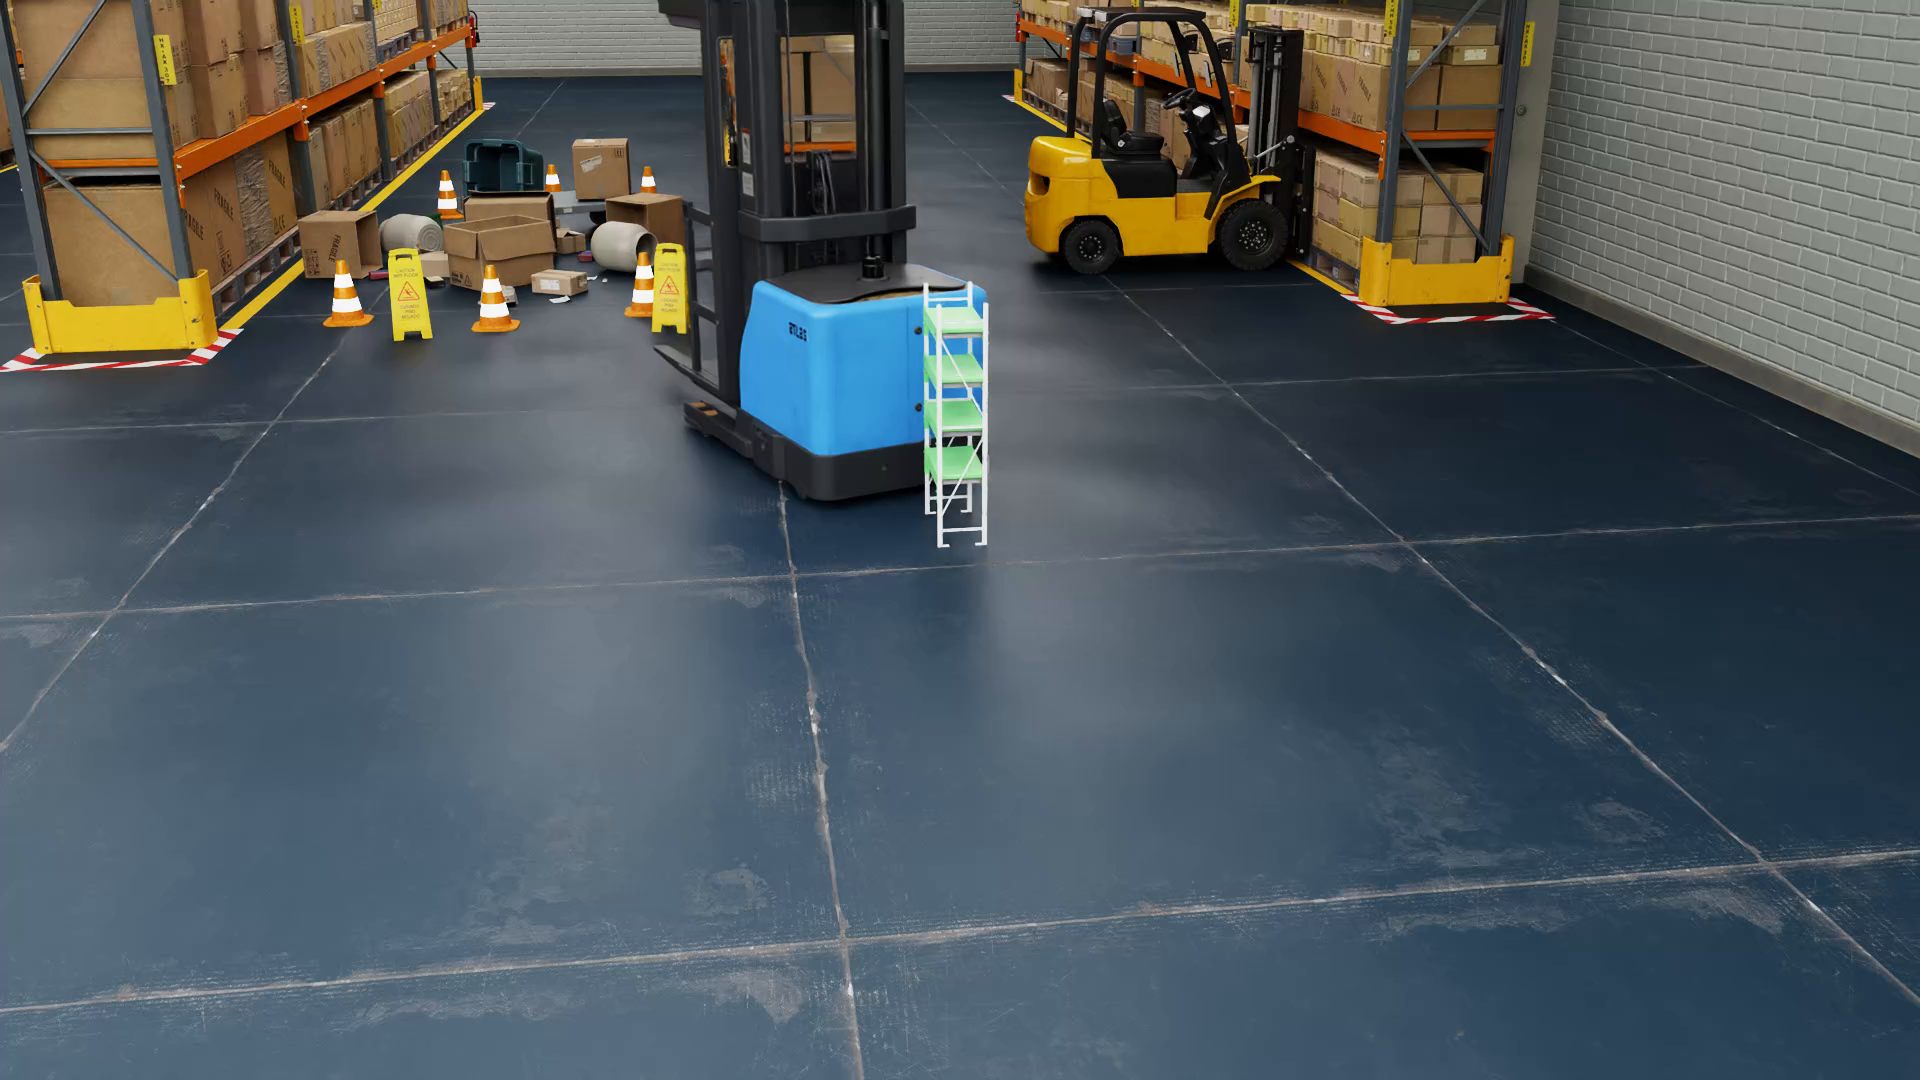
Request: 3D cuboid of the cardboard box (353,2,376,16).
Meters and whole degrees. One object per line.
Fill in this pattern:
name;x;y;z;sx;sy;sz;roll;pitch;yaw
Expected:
cardboard box;-7.055;-6.205;19.450;0.380;0.149;0.250;-3;21;-9

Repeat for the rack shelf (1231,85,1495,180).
rack shelf;3.521;-3.706;14.880;1.077;0.370;4.000;-3;21;-8

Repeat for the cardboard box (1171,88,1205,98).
cardboard box;2.889;-5.646;21.092;0.380;0.149;0.250;-2;21;-5

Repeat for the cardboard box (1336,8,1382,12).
cardboard box;3.722;-4.867;15.465;0.380;0.149;0.250;-3;21;-9

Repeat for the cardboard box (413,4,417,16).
cardboard box;-7.463;-7.060;22.165;0.380;0.149;0.250;-2;21;-6

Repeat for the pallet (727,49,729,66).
pallet;-2.047;-5.538;19.030;1.213;0.211;1.003;-3;21;-8

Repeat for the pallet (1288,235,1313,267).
pallet;3.485;-2.729;15.220;1.003;0.211;1.213;-3;21;-8

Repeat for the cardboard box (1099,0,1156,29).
cardboard box;2.238;-6.921;21.713;0.797;0.503;0.637;-3;21;-9

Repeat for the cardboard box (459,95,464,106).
cardboard box;-7.773;-6.694;25.326;0.380;0.149;0.250;-4;21;-10

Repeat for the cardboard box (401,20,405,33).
cardboard box;-7.309;-6.562;21.256;0.380;0.149;0.250;-4;21;-10

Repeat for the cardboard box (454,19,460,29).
cardboard box;-7.856;-7.877;25.377;0.380;0.149;0.250;-2;21;-6

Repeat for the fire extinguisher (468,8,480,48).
fire extinguisher;-7.872;-8.254;26.671;0.296;0.674;0.183;-3;21;-8

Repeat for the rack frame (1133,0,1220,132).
rack frame;2.656;-6.120;20.316;1.000;3.000;0.127;-3;21;-8

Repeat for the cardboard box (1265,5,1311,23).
cardboard box;3.130;-5.015;15.862;0.380;0.149;0.250;-3;21;-7

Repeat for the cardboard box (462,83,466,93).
cardboard box;-7.857;-7.006;25.737;0.380;0.149;0.250;-4;21;-10

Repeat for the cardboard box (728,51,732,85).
cardboard box;-1.891;-4.504;15.419;0.500;0.500;0.500;-3;21;-8

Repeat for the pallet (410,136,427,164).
pallet;-7.423;-4.970;21.221;1.003;0.211;1.213;-3;21;-8

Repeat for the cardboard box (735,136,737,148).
cardboard box;-1.785;-3.513;14.665;0.380;0.149;0.250;-2;21;-5

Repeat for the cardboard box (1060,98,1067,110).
cardboard box;1.709;-6.545;24.926;0.380;0.149;0.250;-4;21;-9

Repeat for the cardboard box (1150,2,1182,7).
cardboard box;2.450;-6.254;19.603;0.380;0.149;0.250;-2;21;-7

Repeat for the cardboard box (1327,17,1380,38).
cardboard box;3.309;-4.302;13.951;0.380;0.149;0.250;-2;21;-6

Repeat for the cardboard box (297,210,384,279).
cardboard box;-5.323;-2.544;14.309;0.500;0.500;0.500;1;20;2

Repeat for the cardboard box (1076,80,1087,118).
cardboard box;1.927;-6.352;23.909;0.500;0.500;0.500;-2;21;-5

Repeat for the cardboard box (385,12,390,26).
cardboard box;-7.165;-6.340;20.237;0.380;0.149;0.250;-3;21;-8

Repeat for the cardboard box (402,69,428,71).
cardboard box;-8.553;-7.295;26.086;0.380;0.149;0.250;-4;21;-10

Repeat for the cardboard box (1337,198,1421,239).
cardboard box;3.430;-2.646;13.629;0.500;0.250;0.500;-3;21;-8

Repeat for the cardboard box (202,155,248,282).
cardboard box;-6.278;-2.552;13.198;0.875;0.875;0.875;-3;21;-9

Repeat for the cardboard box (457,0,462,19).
cardboard box;-7.904;-8.219;25.367;0.500;0.500;0.500;-3;21;-9

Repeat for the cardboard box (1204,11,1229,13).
cardboard box;2.781;-5.547;17.712;0.380;0.149;0.250;-3;21;-9

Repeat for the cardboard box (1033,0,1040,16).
cardboard box;1.451;-8.439;26.313;0.500;0.250;0.500;-3;21;-9

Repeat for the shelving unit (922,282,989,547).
shelving unit;-0.024;-0.619;8.160;0.258;1.200;0.503;-3;21;-8

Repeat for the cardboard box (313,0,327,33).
cardboard box;-6.860;-5.414;16.853;0.700;0.500;0.500;-3;21;-8

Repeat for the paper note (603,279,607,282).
paper note;-3.010;-2.202;14.098;0.032;0.001;0.123;-3;21;-8

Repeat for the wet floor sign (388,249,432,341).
wet floor sign;-4.022;-1.801;12.117;0.267;0.644;0.232;-7;21;-17

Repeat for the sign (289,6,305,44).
sign;-6.013;-4.670;15.083;0.100;0.325;0.005;-3;21;-8

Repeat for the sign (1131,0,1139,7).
sign;2.120;-6.595;20.045;0.100;0.325;0.005;-3;21;-8

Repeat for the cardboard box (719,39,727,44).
cardboard box;-1.633;-4.266;13.355;0.700;0.500;0.500;-3;21;-8

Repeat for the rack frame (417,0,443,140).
rack frame;-7.716;-6.969;22.588;1.000;3.000;0.127;-3;21;-8

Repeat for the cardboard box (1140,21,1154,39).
cardboard box;2.454;-6.117;19.807;0.500;0.250;0.500;-3;21;-8

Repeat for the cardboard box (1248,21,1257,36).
cardboard box;3.018;-4.963;16.146;0.380;0.149;0.250;-3;21;-9

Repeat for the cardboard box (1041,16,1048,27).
cardboard box;1.473;-8.106;25.992;0.380;0.149;0.250;-2;21;-7

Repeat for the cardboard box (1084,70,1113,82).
cardboard box;1.984;-6.605;23.660;0.380;0.149;0.250;-3;21;-9

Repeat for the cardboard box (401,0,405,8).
cardboard box;-7.352;-6.924;21.377;0.380;0.149;0.250;-3;21;-8

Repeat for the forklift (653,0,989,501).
forklift;-1.000;-2.044;9.501;1.130;2.935;3.031;-11;23;-27

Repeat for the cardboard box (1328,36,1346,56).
cardboard box;3.329;-4.164;14.007;0.380;0.149;0.250;-4;21;-10

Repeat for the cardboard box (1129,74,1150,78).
cardboard box;2.554;-6.362;23.009;0.380;0.149;0.250;-2;21;-6

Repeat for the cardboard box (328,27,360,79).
cardboard box;-6.666;-5.143;17.555;0.500;0.500;0.500;-3;21;-9

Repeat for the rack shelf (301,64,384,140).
rack shelf;-6.851;-4.555;17.152;1.077;0.370;4.000;-3;21;-8

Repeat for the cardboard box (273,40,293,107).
cardboard box;-6.497;-4.142;14.806;0.875;0.550;0.550;-3;21;-8

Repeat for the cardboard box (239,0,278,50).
cardboard box;-6.349;-4.461;14.116;0.875;0.550;0.550;-3;21;-8

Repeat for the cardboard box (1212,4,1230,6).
cardboard box;3.133;-6.110;19.217;0.380;0.149;0.250;-3;21;-9

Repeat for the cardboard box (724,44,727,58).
cardboard box;-2.585;-5.961;20.102;0.500;0.250;0.500;-4;21;-10

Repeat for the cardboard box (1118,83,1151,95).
cardboard box;2.277;-5.888;21.740;0.380;0.149;0.250;-2;21;-6

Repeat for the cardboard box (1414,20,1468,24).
cardboard box;3.916;-4.151;13.547;0.380;0.149;0.250;-3;21;-7

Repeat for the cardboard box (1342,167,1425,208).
cardboard box;3.434;-2.871;13.518;0.500;0.250;0.500;-2;21;-6

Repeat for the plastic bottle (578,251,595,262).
plastic bottle;-3.348;-2.566;14.999;0.133;0.061;0.283;1;20;2

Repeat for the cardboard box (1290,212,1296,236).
cardboard box;3.206;-2.931;15.106;0.500;0.250;0.500;-2;21;-6

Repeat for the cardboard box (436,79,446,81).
cardboard box;-7.764;-6.694;24.475;0.380;0.149;0.250;-4;21;-10
